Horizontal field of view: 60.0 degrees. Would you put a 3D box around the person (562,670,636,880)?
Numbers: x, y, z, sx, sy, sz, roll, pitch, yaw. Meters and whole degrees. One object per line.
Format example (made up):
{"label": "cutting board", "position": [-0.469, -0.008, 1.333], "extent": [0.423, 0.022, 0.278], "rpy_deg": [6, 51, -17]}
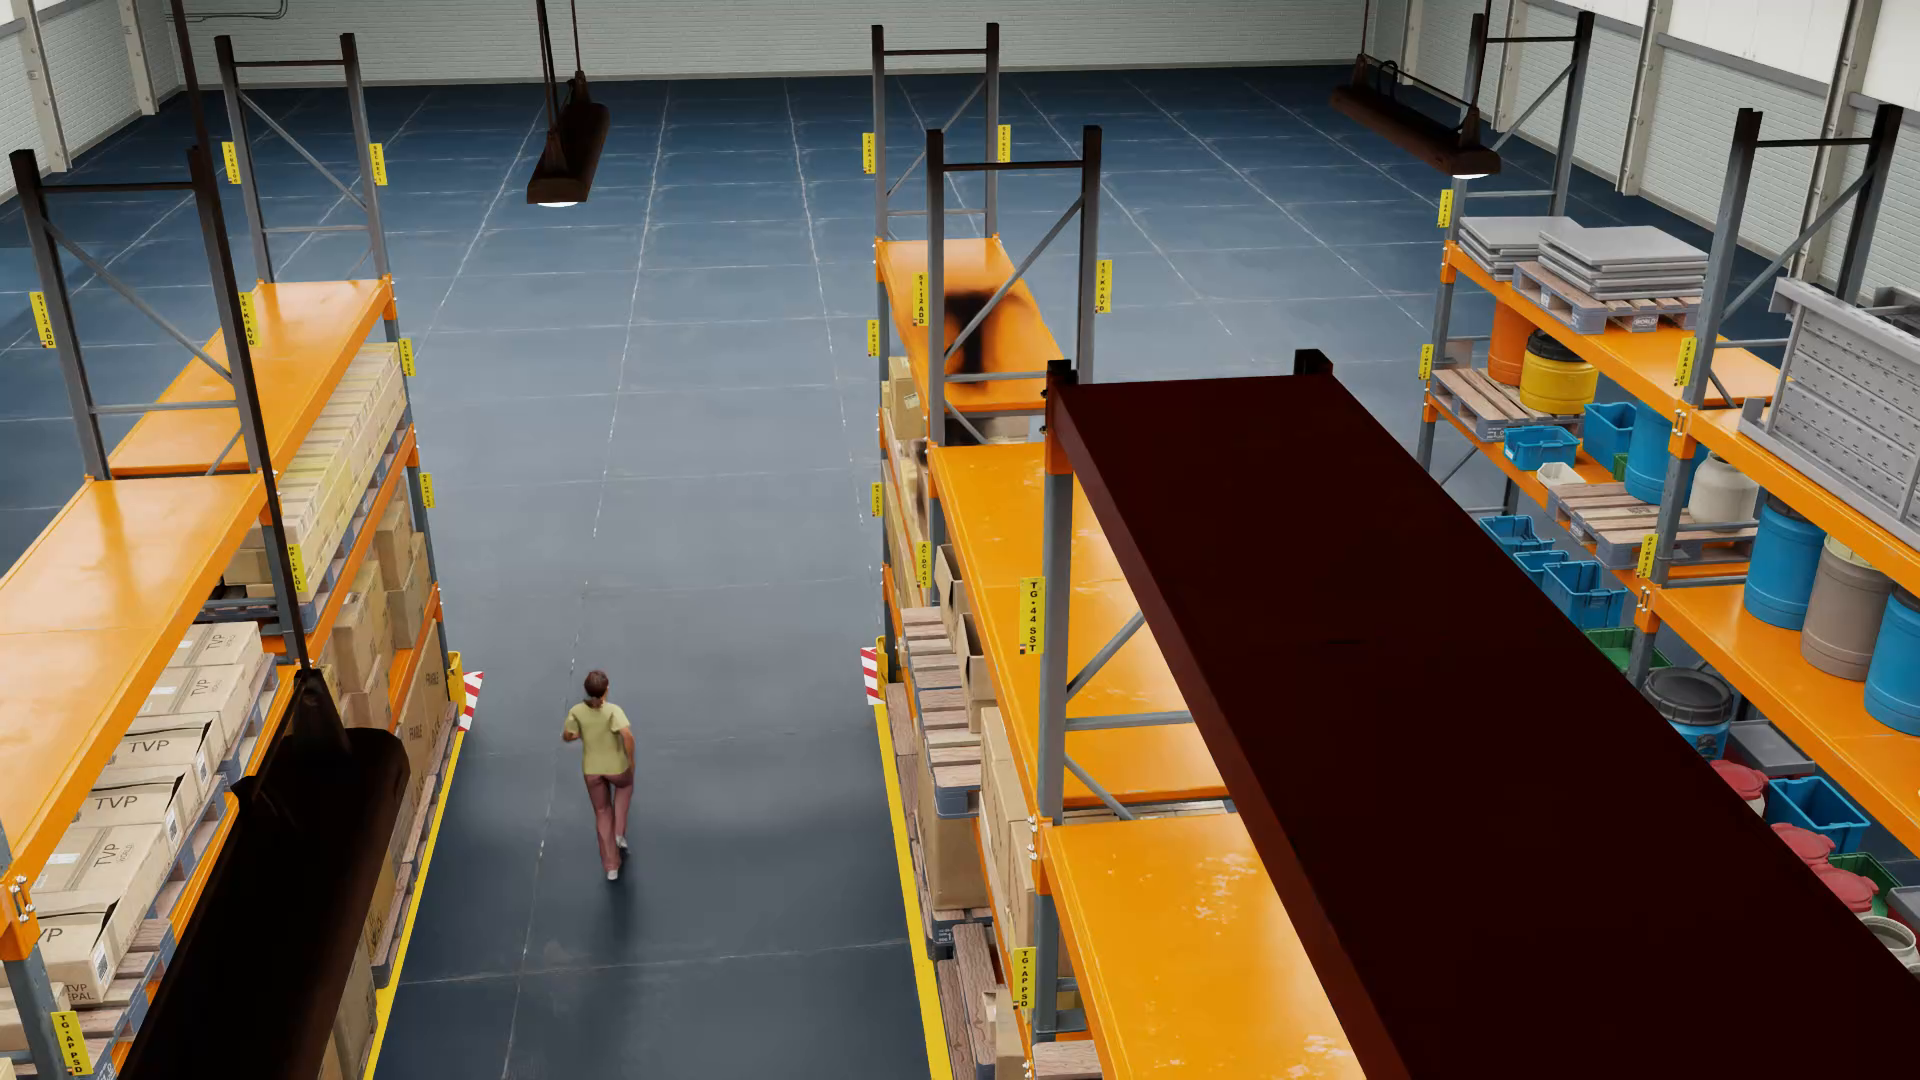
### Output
{"label": "person", "position": [-2.772, 1.791, 12.902], "extent": [0.584, 1.632, 0.768], "rpy_deg": [-2, 26, -4]}
